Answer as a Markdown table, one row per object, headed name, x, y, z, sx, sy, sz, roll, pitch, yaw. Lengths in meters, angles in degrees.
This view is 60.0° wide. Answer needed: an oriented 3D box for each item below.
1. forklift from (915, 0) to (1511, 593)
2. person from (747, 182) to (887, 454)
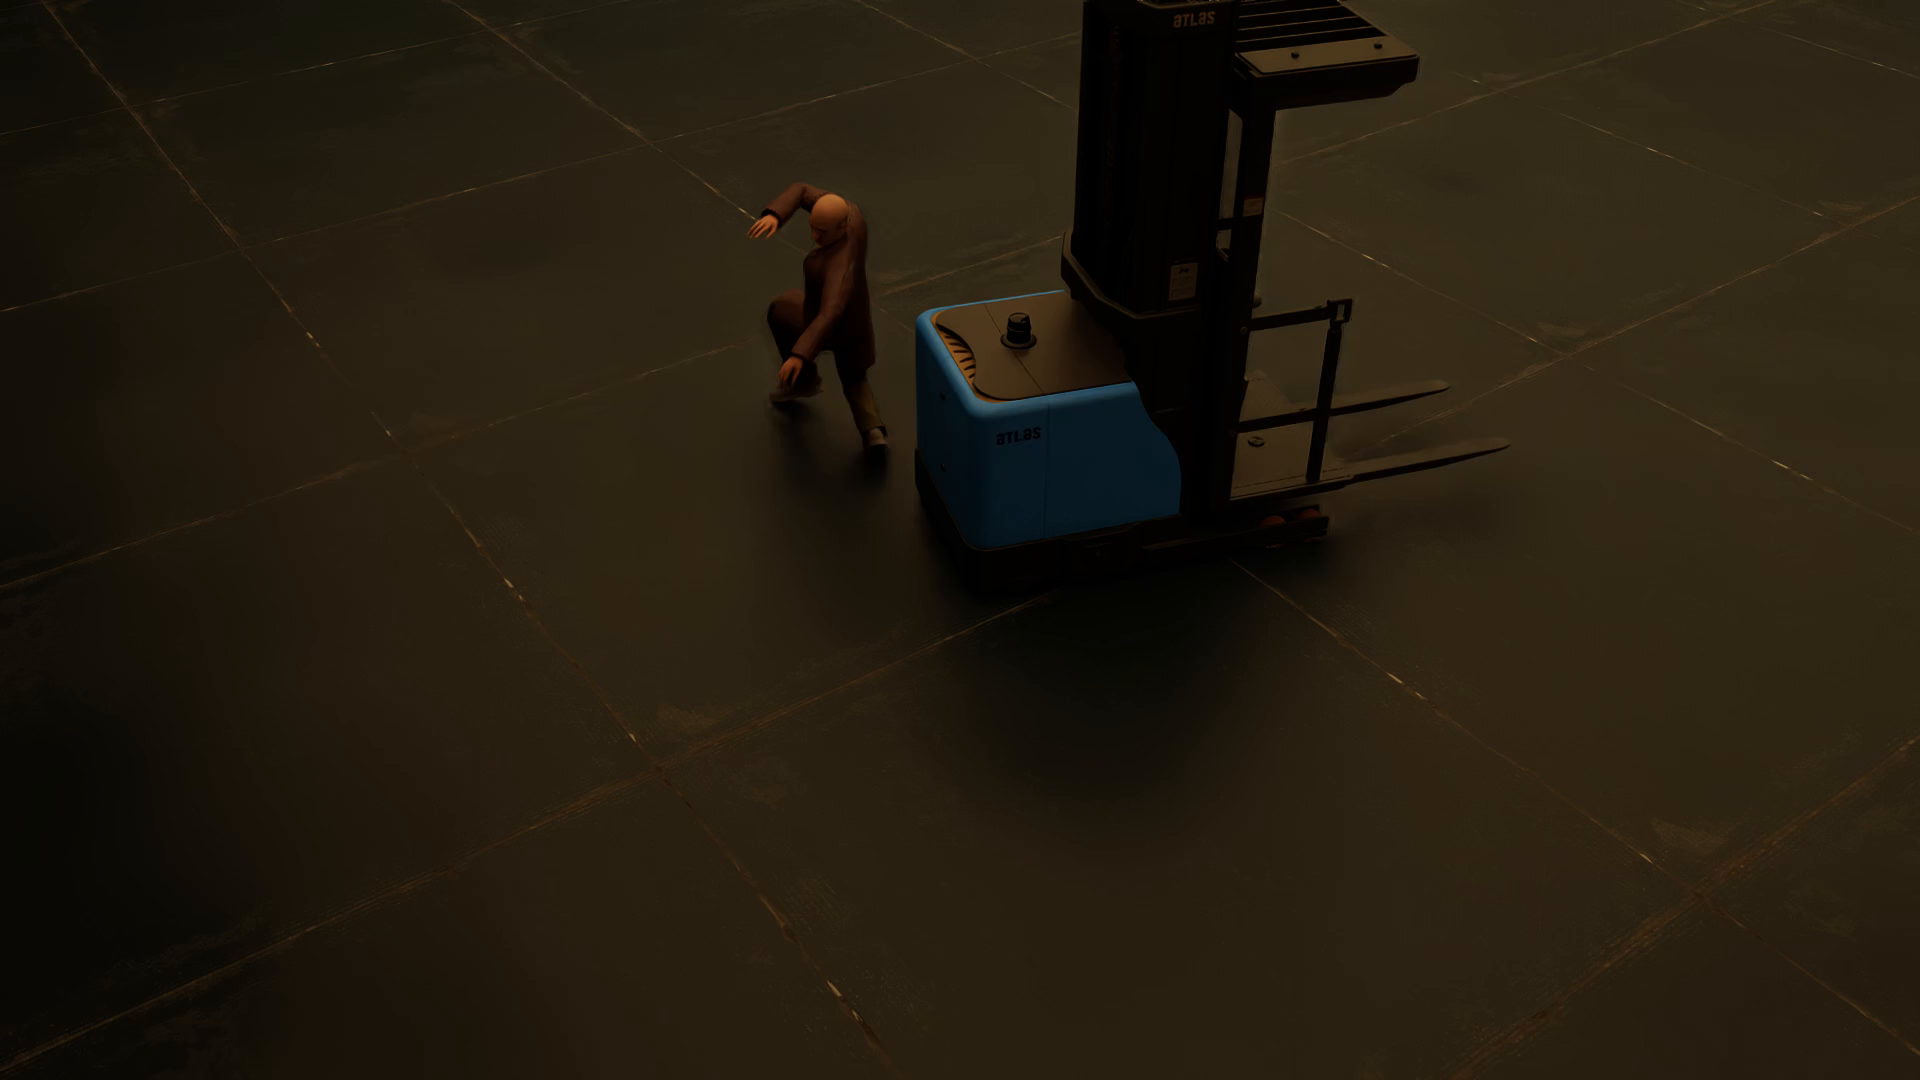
| name | x | y | z | sx | sy | sz | roll | pitch | yaw |
| --- | --- | --- | --- | --- | --- | --- | --- | --- | --- |
| forklift | 1.343 | -1.424 | 7.870 | 3.031 | 2.935 | 1.130 | -10 | 38 | -14 |
| person | -0.825 | -1.118 | 8.692 | 1.049 | 1.480 | 0.958 | 30 | 46 | 34 |
